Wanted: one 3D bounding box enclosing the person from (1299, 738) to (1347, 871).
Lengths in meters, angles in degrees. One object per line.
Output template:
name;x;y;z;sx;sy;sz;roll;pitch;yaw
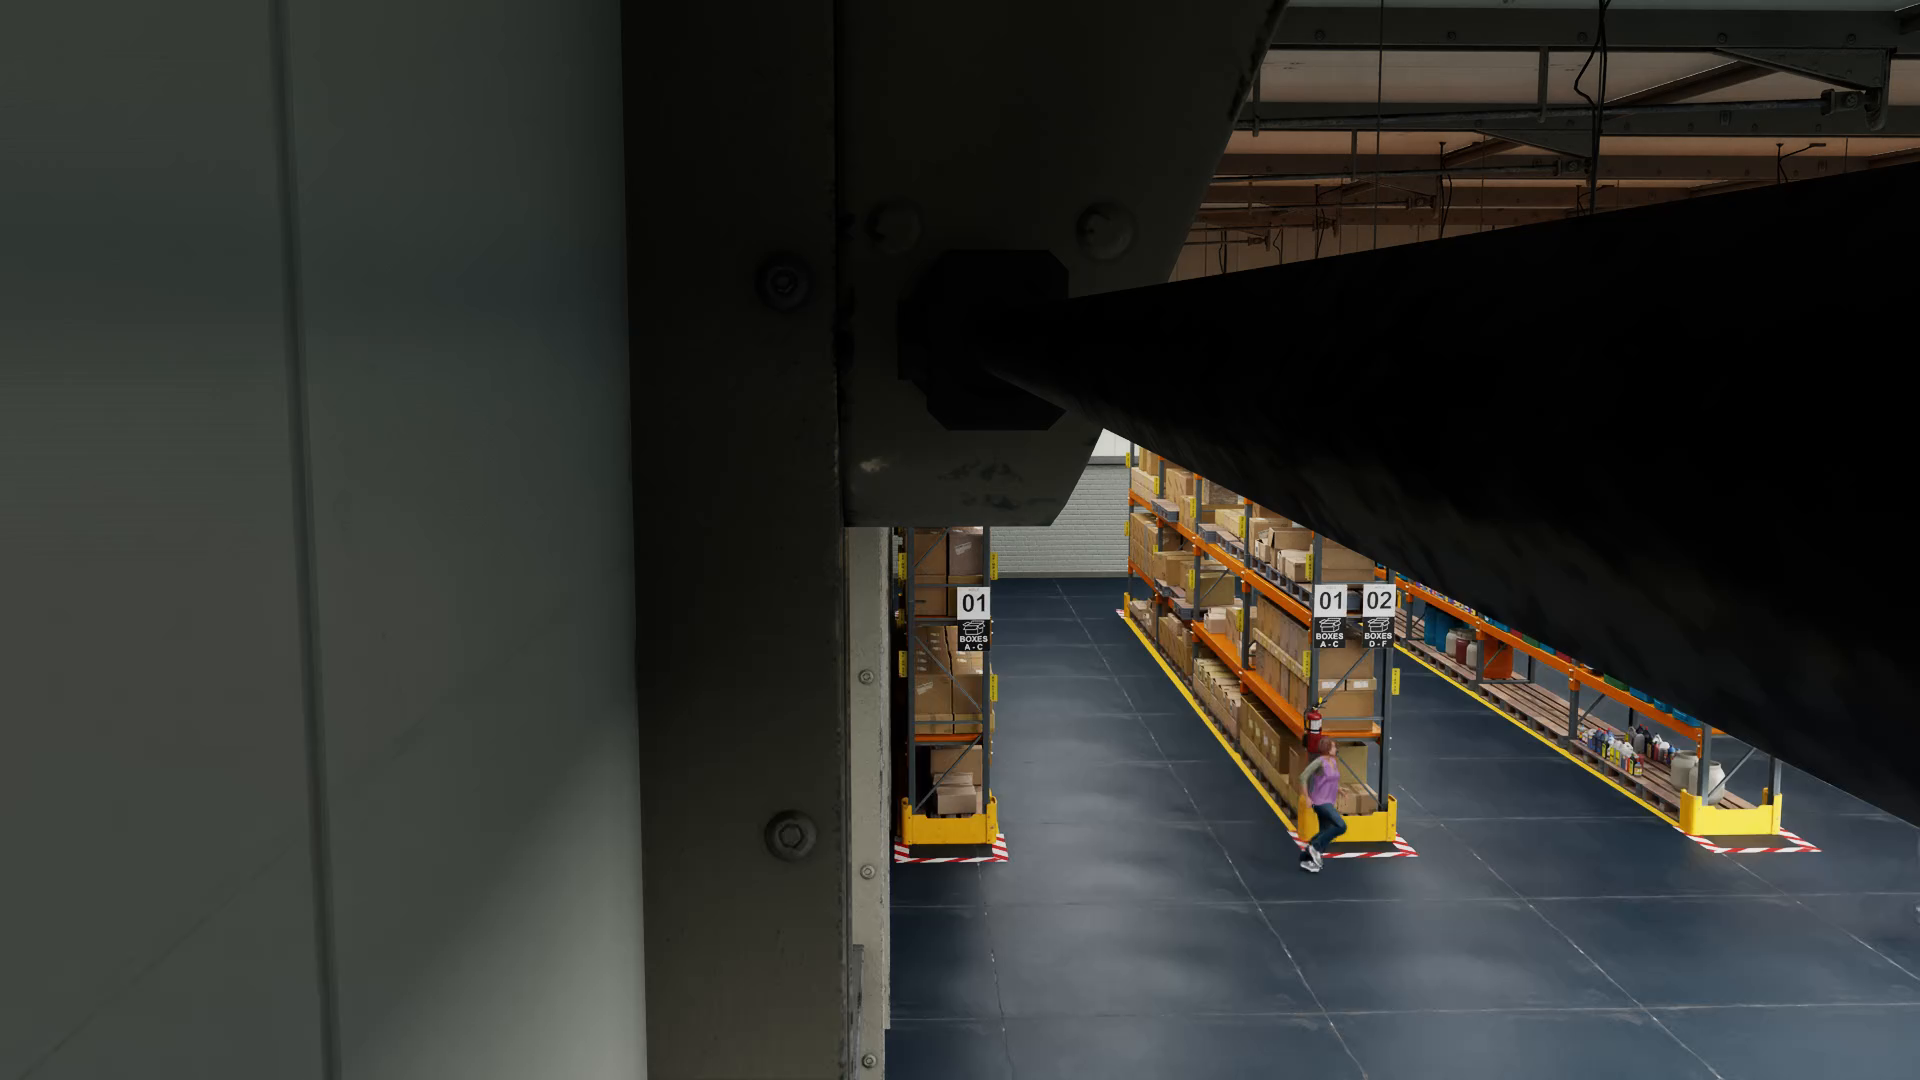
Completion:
person;4.296;3.085;19.426;0.545;1.529;0.547;5;9;35
